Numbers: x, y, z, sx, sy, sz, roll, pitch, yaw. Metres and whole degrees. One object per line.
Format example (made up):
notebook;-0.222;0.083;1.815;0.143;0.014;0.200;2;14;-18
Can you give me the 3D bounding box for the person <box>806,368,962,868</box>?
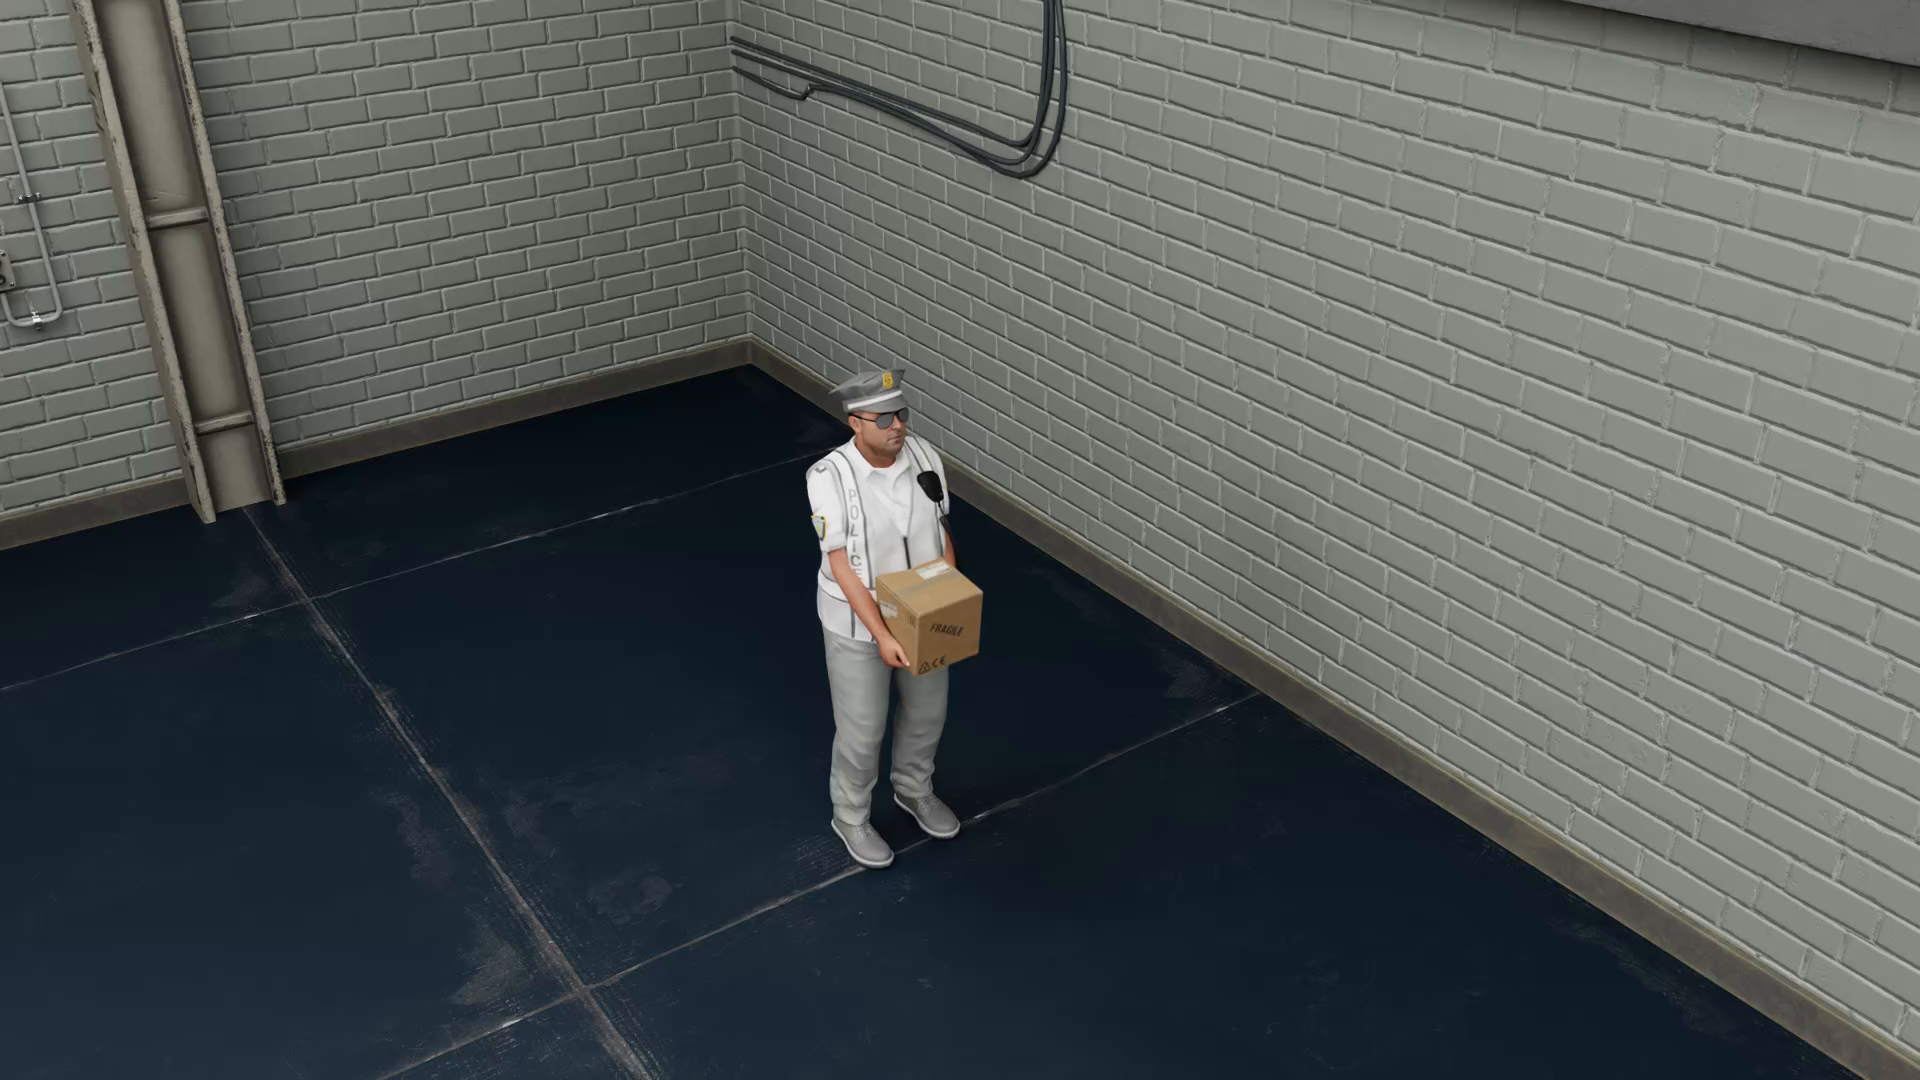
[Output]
person;-0.203;0.279;5.578;0.494;1.768;0.564;-19;34;-31
